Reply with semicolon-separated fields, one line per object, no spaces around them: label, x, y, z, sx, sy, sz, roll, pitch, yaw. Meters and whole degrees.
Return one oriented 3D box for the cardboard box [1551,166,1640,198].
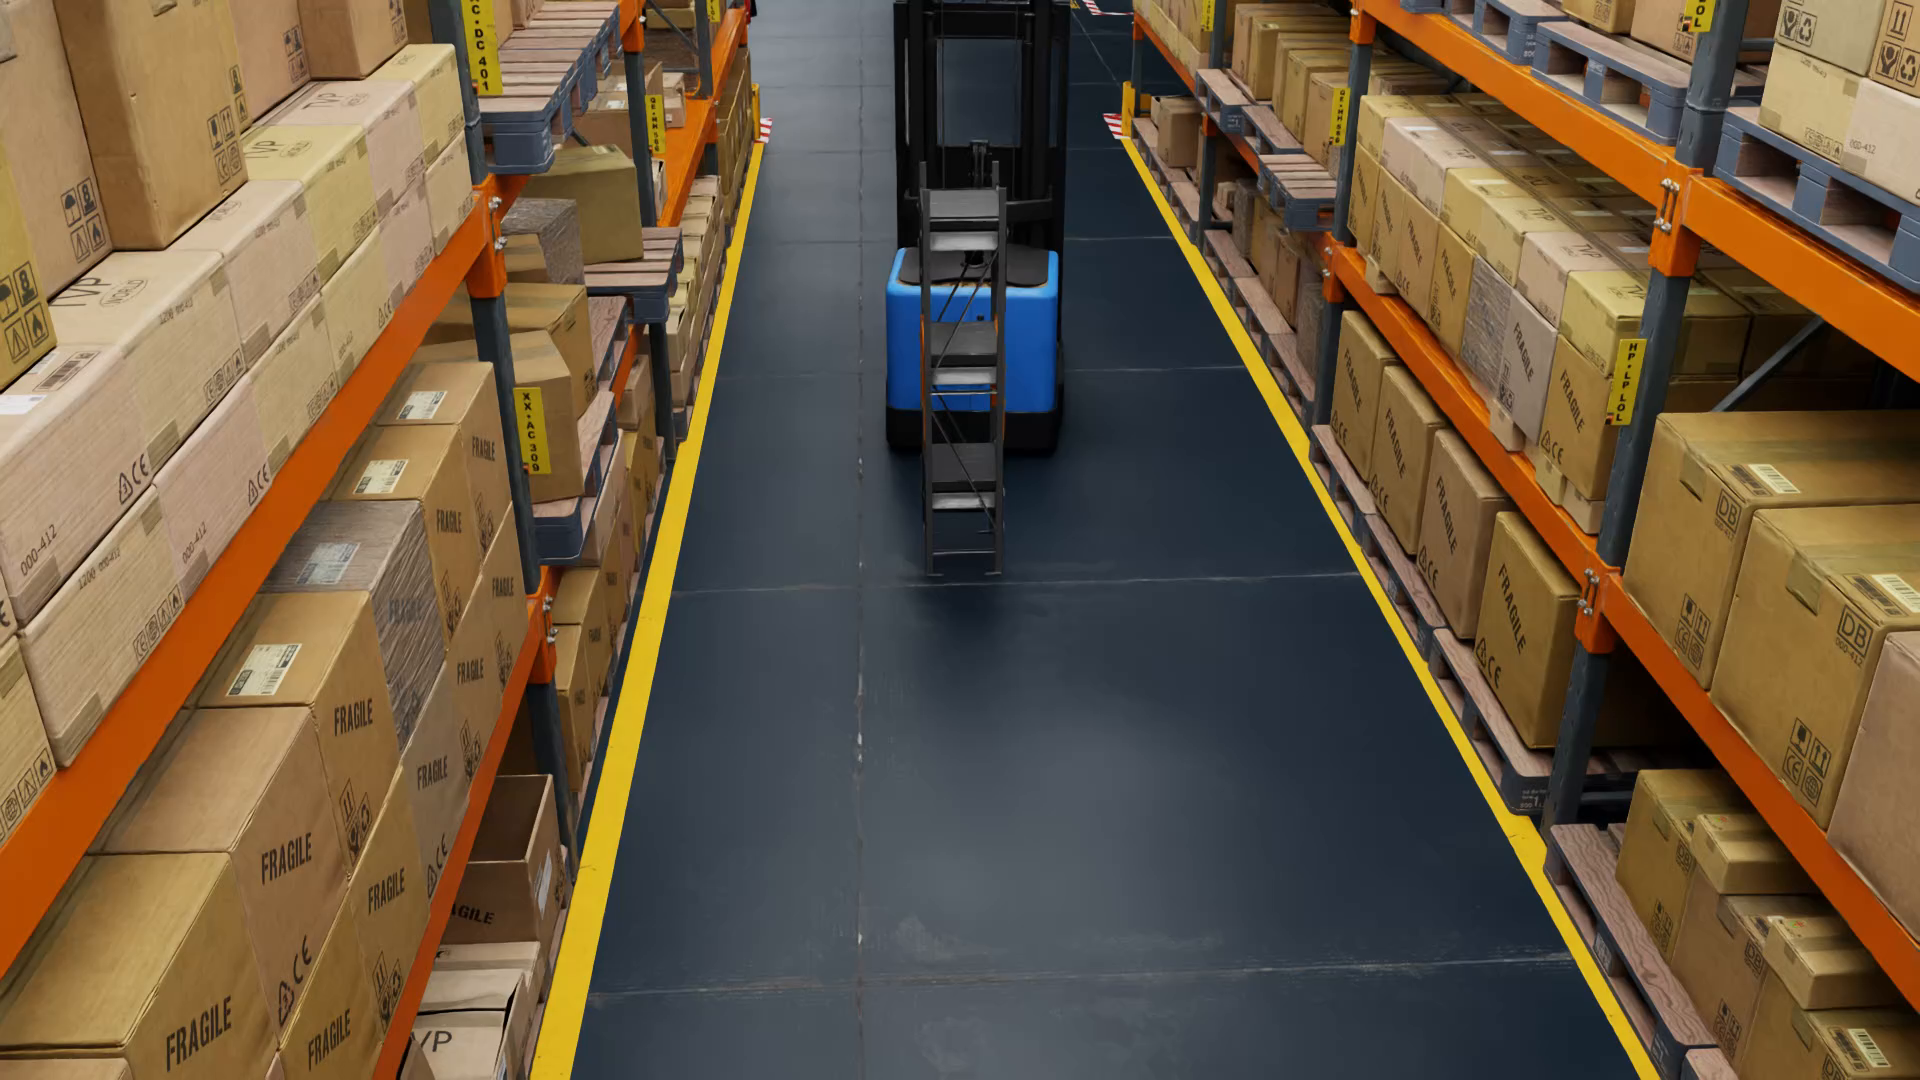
cardboard box;3.059;-1.549;7.714;0.500;0.250;0.500;-2;28;-4

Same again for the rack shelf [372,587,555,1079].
rack shelf;-1.931;1.265;4.359;1.077;0.370;4.000;-1;28;-3

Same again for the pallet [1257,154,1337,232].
pallet;2.559;-2.188;10.408;1.213;0.211;1.003;-1;28;-3

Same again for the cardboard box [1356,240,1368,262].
cardboard box;2.488;-1.686;9.489;0.380;0.149;0.250;-2;28;-3

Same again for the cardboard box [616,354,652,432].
cardboard box;-1.954;-0.792;8.941;0.500;0.250;0.500;0;28;-1

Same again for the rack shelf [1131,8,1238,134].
rack shelf;2.389;-4.398;15.217;1.077;0.370;4.000;-1;28;-3

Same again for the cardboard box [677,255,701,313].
cardboard box;-2.039;-1.768;11.308;0.500;0.311;0.500;-2;28;-4

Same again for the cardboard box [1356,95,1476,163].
cardboard box;2.470;-2.235;9.029;0.500;0.250;0.500;-1;28;-1

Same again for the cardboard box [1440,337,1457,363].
cardboard box;2.579;-0.978;8.131;0.380;0.149;0.250;-1;28;-2

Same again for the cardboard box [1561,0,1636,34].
cardboard box;2.881;-2.333;6.652;0.700;0.500;0.500;-2;28;-4

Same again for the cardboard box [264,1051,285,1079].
cardboard box;-1.619;1.376;3.260;0.500;0.500;0.500;-2;28;-3

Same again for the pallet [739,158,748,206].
pallet;-2.520;-3.369;15.481;1.003;0.211;1.213;-1;28;-3

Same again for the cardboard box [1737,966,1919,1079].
cardboard box;2.895;1.640;5.111;0.700;0.500;0.500;-1;28;-1

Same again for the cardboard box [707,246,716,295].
cardboard box;-2.091;-1.985;12.331;0.500;0.250;0.500;-1;28;-2

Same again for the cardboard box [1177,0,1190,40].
cardboard box;2.128;-4.510;13.982;0.500;0.500;0.500;-2;28;-3

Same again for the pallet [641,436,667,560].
pallet;-2.243;-0.243;9.487;1.003;0.211;1.213;-1;28;-3

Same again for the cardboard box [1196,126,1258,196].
cardboard box;2.399;-3.359;14.673;0.500;0.500;0.500;-3;28;-7

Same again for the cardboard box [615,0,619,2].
cardboard box;-2.188;-2.999;8.404;0.910;0.500;0.500;-1;28;-3

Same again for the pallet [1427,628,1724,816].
pallet;2.795;0.783;7.521;1.003;0.211;1.213;-1;28;-3

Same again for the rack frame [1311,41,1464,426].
rack frame;2.702;-1.946;9.738;1.000;3.000;0.127;-1;28;-3

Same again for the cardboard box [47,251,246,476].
cardboard box;-1.645;-0.321;3.000;0.500;0.250;0.500;-1;28;-3

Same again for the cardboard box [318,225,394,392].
cardboard box;-1.695;-0.561;4.001;0.500;0.250;0.500;-1;28;-3

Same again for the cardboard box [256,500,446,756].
cardboard box;-1.695;0.231;4.374;0.500;0.500;0.500;-1;28;-2

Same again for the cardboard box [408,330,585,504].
cardboard box;-1.837;-0.432;6.273;0.700;0.500;0.500;-11;29;-20

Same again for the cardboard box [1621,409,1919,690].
cardboard box;2.923;0.019;5.646;0.980;0.700;0.700;-1;28;-2

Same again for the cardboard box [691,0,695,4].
cardboard box;-2.287;-4.249;13.343;0.380;0.149;0.250;-1;28;-2

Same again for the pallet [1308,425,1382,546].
pallet;2.668;-0.344;9.681;1.003;0.211;1.213;-1;28;-3

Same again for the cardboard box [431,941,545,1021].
cardboard box;-1.643;1.519;5.700;0.380;0.149;0.250;-1;28;-3

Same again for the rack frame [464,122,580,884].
rack frame;-2.036;0.022;5.964;1.000;3.000;0.127;-1;28;-3

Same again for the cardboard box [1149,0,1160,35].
cardboard box;2.055;-4.875;15.494;0.500;0.250;0.500;-2;28;-3

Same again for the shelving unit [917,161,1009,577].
shelving unit;0.009;-0.855;8.618;0.431;2.100;0.503;-1;28;-3

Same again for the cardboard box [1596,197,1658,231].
cardboard box;3.082;-1.308;7.252;0.500;0.250;0.500;-2;28;-4

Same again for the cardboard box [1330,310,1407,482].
cardboard box;2.610;-0.837;9.481;0.750;0.750;0.750;-2;28;-3

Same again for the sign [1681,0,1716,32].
sign;2.370;-1.780;5.276;0.100;0.325;0.005;-1;28;-3

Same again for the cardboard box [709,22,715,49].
cardboard box;-2.567;-4.633;14.781;0.700;0.500;0.500;-1;28;-1

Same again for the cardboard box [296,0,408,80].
cardboard box;-1.972;-1.572;4.587;0.700;0.500;0.500;-1;28;-3

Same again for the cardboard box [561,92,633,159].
cardboard box;-2.349;-2.644;10.967;0.500;0.500;0.500;-3;28;-5

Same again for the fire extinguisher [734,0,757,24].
fire extinguisher;-2.205;-5.551;16.733;0.296;0.674;0.183;-1;28;-3

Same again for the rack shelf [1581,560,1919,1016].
rack shelf;3.015;1.144;4.592;1.077;0.370;4.000;-1;28;-3

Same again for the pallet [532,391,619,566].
pallet;-1.968;-0.264;6.721;1.003;0.211;1.213;-1;28;-3

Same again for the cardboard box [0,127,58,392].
cardboard box;-1.812;-0.418;2.375;0.700;0.500;0.500;-1;28;-3

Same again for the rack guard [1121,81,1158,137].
rack guard;2.288;-4.497;17.332;1.175;0.500;0.348;-1;28;-3

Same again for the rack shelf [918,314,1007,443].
rack shelf;0.009;-0.842;8.624;0.431;0.518;0.480;-1;28;-3

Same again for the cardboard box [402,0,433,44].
cardboard box;-1.988;-1.817;5.576;0.600;0.600;0.600;-4;28;-8

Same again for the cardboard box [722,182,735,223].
cardboard box;-2.175;-2.861;14.010;0.500;0.250;0.500;-1;28;-3

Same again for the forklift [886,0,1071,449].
forklift;0.150;-2.502;10.878;1.130;2.935;3.031;2;28;3

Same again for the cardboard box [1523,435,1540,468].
cardboard box;2.605;-0.382;6.990;0.380;0.149;0.250;-1;28;-1

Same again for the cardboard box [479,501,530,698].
cardboard box;-1.753;0.203;5.510;0.500;0.500;0.500;-1;28;-2

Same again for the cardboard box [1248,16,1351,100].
cardboard box;2.508;-3.539;12.207;0.700;0.500;0.500;1;28;3

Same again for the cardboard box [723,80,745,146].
cardboard box;-2.245;-3.886;15.166;0.500;0.500;0.500;-1;28;-3

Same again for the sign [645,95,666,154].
sign;-1.703;-2.321;9.289;0.100;0.325;0.005;-1;28;-3

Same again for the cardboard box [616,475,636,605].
cardboard box;-1.901;-0.004;8.242;0.500;0.500;0.500;-2;28;-5

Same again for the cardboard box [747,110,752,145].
cardboard box;-2.301;-4.015;16.224;0.500;0.250;0.500;-1;28;-3

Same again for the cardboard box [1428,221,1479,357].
cardboard box;2.550;-1.189;7.835;0.500;0.500;0.500;-1;28;-1

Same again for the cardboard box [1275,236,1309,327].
cardboard box;2.647;-1.834;11.749;0.700;0.500;0.500;-2;28;-3

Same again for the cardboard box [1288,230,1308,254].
cardboard box;2.613;-2.199;11.639;0.500;0.250;0.500;-2;28;-3
